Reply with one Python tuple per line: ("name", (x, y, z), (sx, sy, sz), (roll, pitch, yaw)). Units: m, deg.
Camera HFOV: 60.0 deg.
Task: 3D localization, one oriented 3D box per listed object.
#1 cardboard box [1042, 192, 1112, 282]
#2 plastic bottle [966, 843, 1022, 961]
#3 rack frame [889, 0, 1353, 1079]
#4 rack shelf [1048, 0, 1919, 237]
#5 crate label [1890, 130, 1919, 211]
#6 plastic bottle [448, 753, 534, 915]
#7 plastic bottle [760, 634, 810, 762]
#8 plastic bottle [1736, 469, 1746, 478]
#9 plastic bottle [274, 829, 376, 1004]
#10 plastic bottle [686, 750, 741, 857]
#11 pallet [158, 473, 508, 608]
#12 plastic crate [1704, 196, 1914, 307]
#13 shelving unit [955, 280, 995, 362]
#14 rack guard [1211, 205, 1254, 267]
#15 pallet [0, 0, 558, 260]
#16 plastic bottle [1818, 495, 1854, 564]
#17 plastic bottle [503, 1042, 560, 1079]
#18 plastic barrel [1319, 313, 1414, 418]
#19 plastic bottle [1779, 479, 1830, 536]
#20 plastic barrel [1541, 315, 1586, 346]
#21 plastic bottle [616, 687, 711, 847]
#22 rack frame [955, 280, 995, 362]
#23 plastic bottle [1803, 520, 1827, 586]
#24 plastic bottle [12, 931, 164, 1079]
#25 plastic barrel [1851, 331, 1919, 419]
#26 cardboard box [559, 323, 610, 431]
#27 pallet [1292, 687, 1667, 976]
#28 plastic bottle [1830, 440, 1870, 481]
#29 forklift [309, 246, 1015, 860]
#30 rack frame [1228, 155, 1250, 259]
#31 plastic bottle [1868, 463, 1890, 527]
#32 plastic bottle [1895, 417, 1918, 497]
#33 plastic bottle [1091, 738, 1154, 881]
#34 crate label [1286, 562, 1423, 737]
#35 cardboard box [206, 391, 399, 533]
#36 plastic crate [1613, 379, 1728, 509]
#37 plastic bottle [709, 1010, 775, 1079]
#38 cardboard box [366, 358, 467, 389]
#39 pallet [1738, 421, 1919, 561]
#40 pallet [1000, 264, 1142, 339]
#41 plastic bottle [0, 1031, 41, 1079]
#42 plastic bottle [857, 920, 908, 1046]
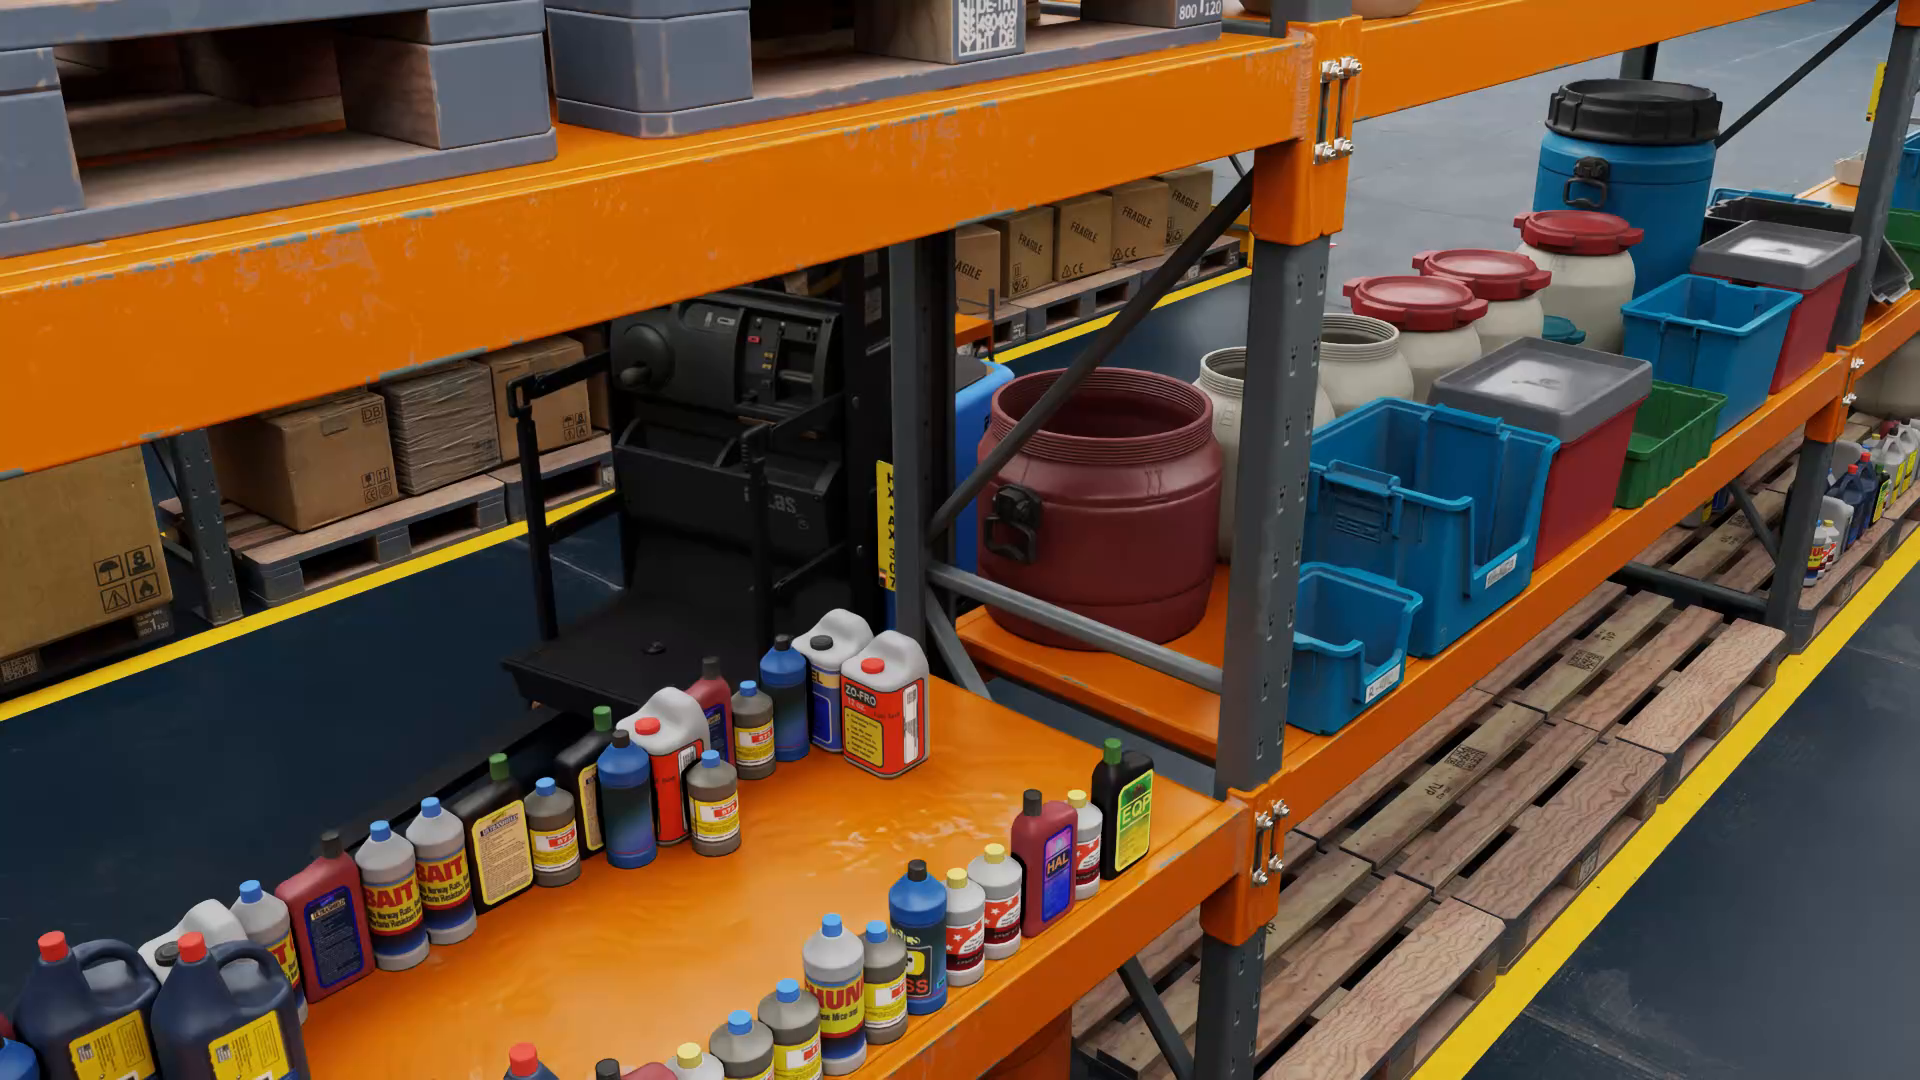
("cardboard box", (0.673, -2.081, 11.267), (0.500, 0.500, 0.500), (-21, 31, -38))
("plastic bottle", (0.060, 0.628, 2.926), (0.097, 0.201, 0.097), (0, 24, 0))
("rack frame", (0.257, 0.197, 3.644), (1.000, 3.000, 0.127), (20, 31, 38))
("rack shelf", (1.592, -1.453, 4.537), (1.077, 0.370, 4.000), (20, 31, 38))
("crate label", (4.569, -1.622, 7.658), (0.502, 0.435, 0.616), (20, 31, 38))
("plastic bottle", (-0.859, 0.533, 3.037), (0.061, 0.283, 0.133), (20, 31, 38))
("plastic bottle", (-0.370, 0.327, 3.511), (0.097, 0.271, 0.097), (0, 24, 0))
("plastic bottle", (3.676, -0.434, 7.835), (0.061, 0.283, 0.133), (20, 31, 38))
("plastic bottle", (-1.078, 0.633, 2.814), (0.061, 0.283, 0.133), (20, 31, 38))
("plastic bottle", (-0.476, 0.501, 3.210), (0.097, 0.201, 0.097), (0, 24, 0))
("pallet", (-2.909, -0.121, 7.761), (1.003, 0.211, 1.213), (20, 31, 38))
("plastic crate", (3.371, -1.118, 6.653), (0.767, 0.338, 0.504), (20, 31, 38))
("shelving unit", (-0.104, -0.505, 7.409), (0.258, 1.200, 0.503), (19, 31, 36))
("rack guard", (1.857, -2.429, 12.557), (1.175, 0.500, 0.348), (20, 31, 38))
("pallet", (-1.208, -0.479, 1.716), (1.003, 0.211, 1.213), (20, 31, 38))
("plastic bottle", (3.661, -0.063, 7.016), (0.152, 0.276, 0.135), (22, 32, 39))
("plastic bottle", (-0.596, 0.845, 2.260), (0.144, 0.351, 0.185), (20, 31, 38))
("plastic barrel", (1.065, -0.354, 4.737), (0.421, 0.512, 0.421), (0, 24, 0))
("plastic bottle", (3.667, -0.186, 7.198), (0.144, 0.351, 0.185), (20, 31, 38))
("plastic barrel", (1.929, -0.597, 5.585), (0.301, 0.262, 0.301), (0, 24, 0))
("plastic bottle", (-0.582, 0.438, 3.258), (0.152, 0.276, 0.135), (20, 31, 38))
("rack frame", (0.055, -0.581, 7.578), (0.240, 1.200, 0.015), (19, 31, 36))
("plastic bottle", (3.466, 0.045, 6.780), (0.097, 0.271, 0.097), (0, 24, 0))
("plastic bottle", (-1.308, 0.733, 2.509), (0.144, 0.351, 0.185), (20, 31, 38))
("plastic barrel", (4.879, -0.923, 8.669), (0.421, 0.512, 0.421), (0, 24, 0))
("cardboard box", (-1.893, -0.942, 8.703), (0.700, 0.500, 0.500), (17, 29, 33))
("pallet", (1.617, 0.874, 5.543), (1.003, 0.211, 1.213), (20, 31, 38))
("plastic bottle", (4.057, -0.332, 7.616), (0.152, 0.276, 0.135), (20, 31, 38))
("forklift", (-0.937, -0.641, 5.598), (1.130, 2.935, 3.031), (13, 27, 27))
("rack frame", (1.908, -3.593, 12.097), (1.000, 3.000, 0.127), (20, 31, 38))
("plastic bottle", (4.041, -0.212, 7.339), (0.061, 0.283, 0.133), (22, 32, 40))
("plastic bottle", (4.308, -0.390, 7.654), (0.144, 0.351, 0.185), (22, 32, 40))
("plastic bottle", (0.305, 0.490, 3.133), (0.061, 0.283, 0.133), (20, 31, 38))
("crate label", (0.817, 0.247, 3.737), (0.303, 0.233, 0.416), (20, 31, 38))
("cardboard box", (-2.999, -0.425, 7.549), (0.700, 0.500, 0.500), (18, 30, 35))
("plastic crate", (1.974, -0.317, 5.050), (0.450, 0.188, 0.662), (20, 31, 38))
("plastic bottle", (-0.330, 0.806, 2.529), (0.097, 0.201, 0.097), (0, 24, 0))
("cardboard box", (-2.660, -0.934, 7.769), (0.500, 0.250, 0.500), (-20, 31, -37))
("pallet", (4.220, -0.316, 8.197), (1.003, 0.211, 1.213), (20, 31, 38))
("pallet", (0.474, -1.689, 11.260), (1.003, 0.211, 1.213), (20, 31, 38))
("plastic bottle", (-1.374, 0.823, 2.406), (0.097, 0.271, 0.097), (0, 24, 0))
("plastic bottle", (-0.135, 0.717, 2.728), (0.097, 0.201, 0.097), (0, 24, 0))
